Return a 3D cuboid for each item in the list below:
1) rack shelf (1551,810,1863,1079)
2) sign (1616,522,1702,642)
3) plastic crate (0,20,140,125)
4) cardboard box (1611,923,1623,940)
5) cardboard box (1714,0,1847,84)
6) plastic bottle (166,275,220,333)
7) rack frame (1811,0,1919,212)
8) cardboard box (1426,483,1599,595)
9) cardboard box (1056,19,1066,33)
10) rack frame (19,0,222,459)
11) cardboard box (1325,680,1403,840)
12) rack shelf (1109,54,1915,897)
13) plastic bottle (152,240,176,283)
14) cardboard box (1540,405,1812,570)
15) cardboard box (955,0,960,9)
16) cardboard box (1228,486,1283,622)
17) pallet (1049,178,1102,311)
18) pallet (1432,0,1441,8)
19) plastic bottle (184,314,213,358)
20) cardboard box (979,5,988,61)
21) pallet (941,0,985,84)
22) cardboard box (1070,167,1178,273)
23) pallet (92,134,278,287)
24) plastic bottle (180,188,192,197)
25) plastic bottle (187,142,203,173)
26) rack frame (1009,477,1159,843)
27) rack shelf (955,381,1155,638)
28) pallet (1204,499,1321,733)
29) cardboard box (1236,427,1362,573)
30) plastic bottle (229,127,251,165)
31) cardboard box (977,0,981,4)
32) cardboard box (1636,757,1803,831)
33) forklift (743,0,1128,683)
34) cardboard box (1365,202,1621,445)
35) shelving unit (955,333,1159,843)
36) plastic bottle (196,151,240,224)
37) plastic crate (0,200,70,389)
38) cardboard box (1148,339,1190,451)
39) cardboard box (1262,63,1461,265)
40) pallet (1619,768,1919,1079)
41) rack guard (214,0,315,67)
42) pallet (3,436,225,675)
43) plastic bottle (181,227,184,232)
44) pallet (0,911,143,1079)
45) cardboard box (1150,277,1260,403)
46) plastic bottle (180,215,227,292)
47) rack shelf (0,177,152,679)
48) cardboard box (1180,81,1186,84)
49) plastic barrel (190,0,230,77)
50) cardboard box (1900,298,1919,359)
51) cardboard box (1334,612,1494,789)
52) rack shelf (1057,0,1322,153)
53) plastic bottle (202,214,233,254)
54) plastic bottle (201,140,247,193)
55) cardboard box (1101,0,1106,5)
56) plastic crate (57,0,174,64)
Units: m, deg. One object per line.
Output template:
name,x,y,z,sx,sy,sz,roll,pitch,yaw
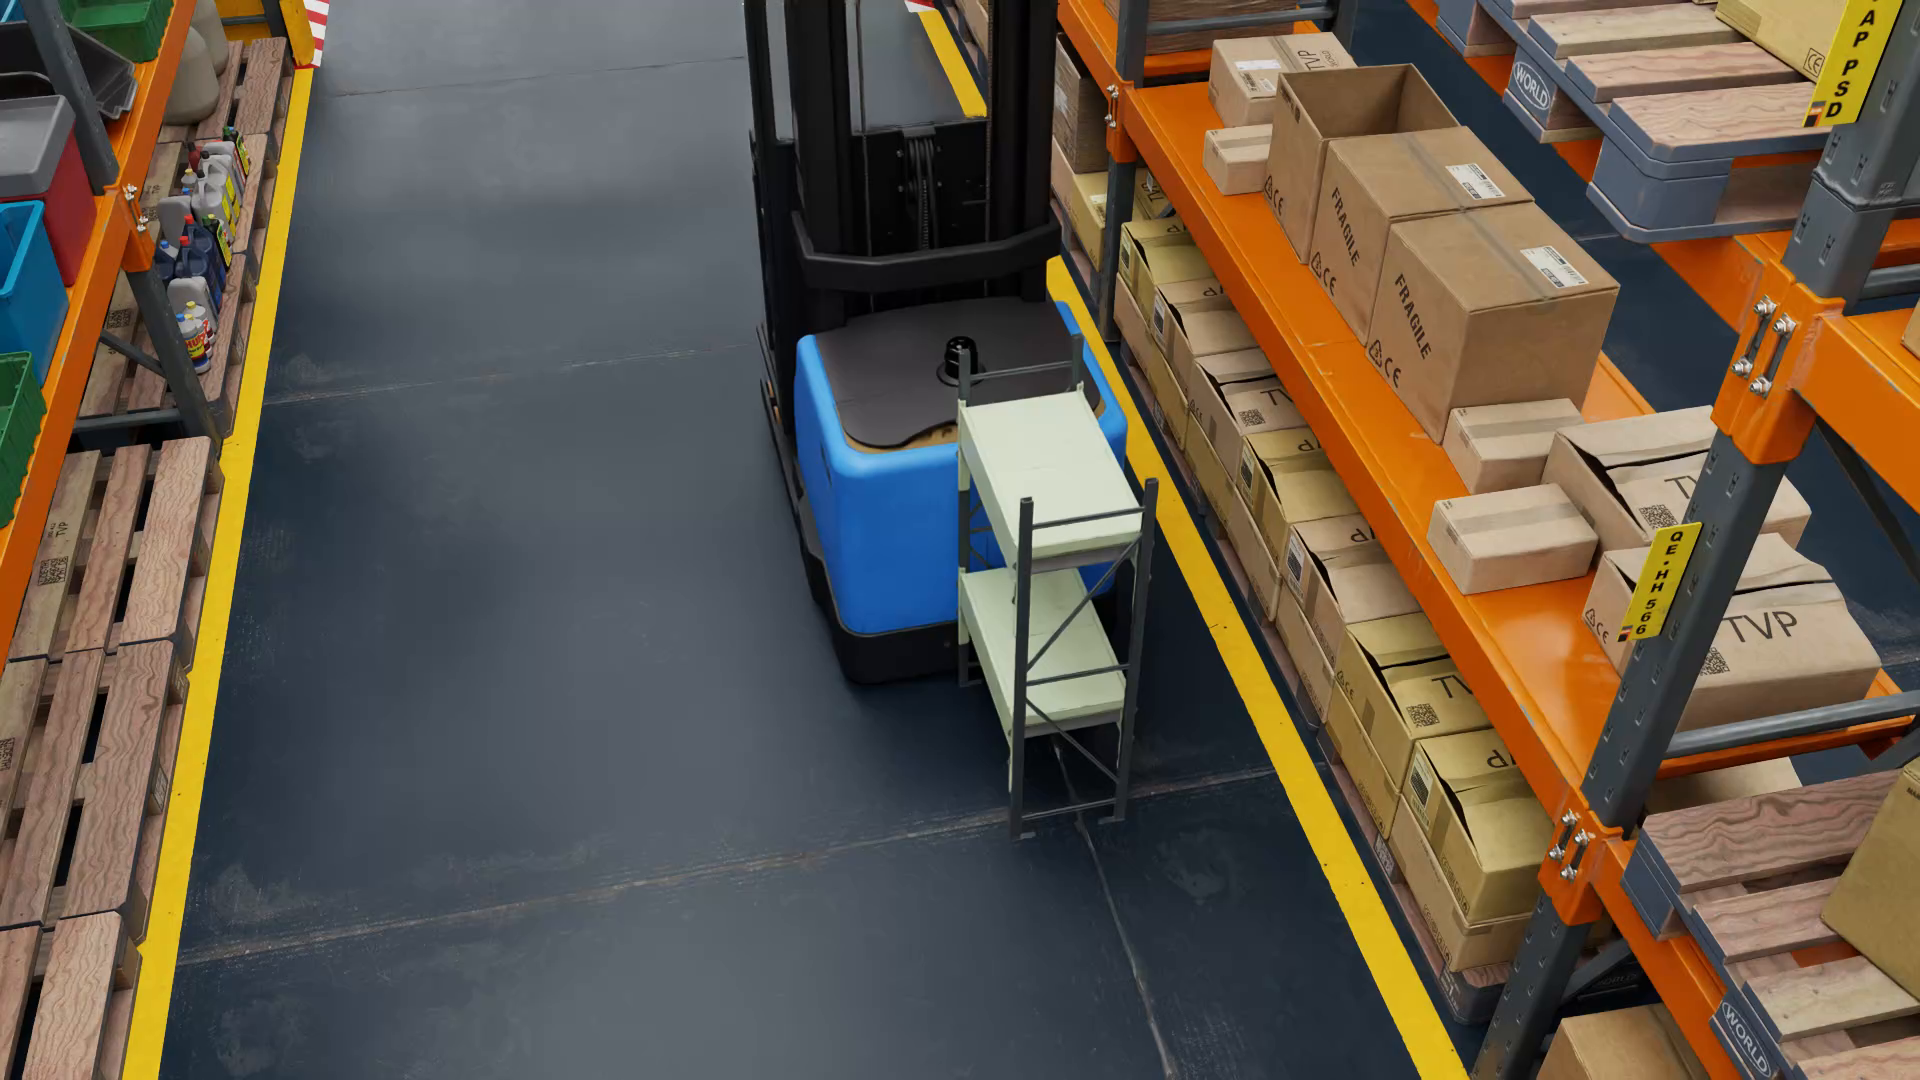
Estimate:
rack shelf,2.448,2.010,2.768,1.077,0.370,4.000,-8,42,-9
sign,1.475,0.093,3.514,0.100,0.325,0.005,-8,42,-9
plastic crate,-3.673,-1.776,6.538,0.767,0.338,0.504,-8,42,-9
cardboard box,2.190,0.934,5.193,0.500,0.250,0.500,-8,42,-9
cardboard box,1.863,-1.065,3.227,0.500,0.250,0.500,-11,43,-12
plastic bottle,-3.422,-1.062,7.407,0.152,0.276,0.135,-7,42,-8
rack frame,2.016,-1.799,1.999,1.000,3.000,0.127,-8,42,-9
cardboard box,1.552,-0.005,4.686,0.380,0.149,0.250,-8,42,-9
cardboard box,0.631,-2.476,8.470,0.500,0.500,0.500,-8,42,-9
rack frame,-3.685,-1.441,6.114,1.000,3.000,0.127,-8,42,-9
cardboard box,1.550,0.676,5.484,0.500,0.250,0.500,-9,42,-10
rack shelf,1.585,-0.583,5.689,1.077,0.370,4.000,-8,42,-9
plastic bottle,-3.594,-1.177,7.481,0.144,0.351,0.185,-8,42,-9
cardboard box,2.012,-0.130,4.704,0.500,0.311,0.500,-9,42,-10
cardboard box,0.188,-3.491,10.178,0.500,0.250,0.500,-8,42,-9
cardboard box,1.330,0.016,6.227,0.500,0.250,0.500,-8,42,-8
pallet,1.022,-1.627,8.424,1.003,0.211,1.213,-8,42,-9
pallet,1.538,-1.759,4.354,1.003,0.211,1.213,-7,42,-7
plastic bottle,-3.347,-0.895,7.275,0.097,0.201,0.097,0,42,0
cardboard box,0.407,-2.843,9.448,0.500,0.250,0.500,-8,42,-9
pallet,0.495,-3.209,10.206,1.003,0.211,1.213,-8,42,-9
cardboard box,0.839,-1.547,7.988,0.500,0.250,0.500,-8,42,-9
pallet,-4.056,-1.632,8.430,1.003,0.211,1.213,-8,42,-9
plastic bottle,-3.735,-1.615,8.086,0.097,0.201,0.097,0,42,0
plastic bottle,-3.800,-1.872,8.314,0.061,0.283,0.133,-8,42,-9
rack frame,0.363,0.420,5.147,0.400,1.500,0.023,-9,42,-10
rack shelf,0.277,-0.108,5.154,0.431,0.370,0.720,-9,42,-10
pallet,1.617,0.159,6.412,1.003,0.211,1.213,-8,42,-9
cardboard box,1.332,-0.187,6.034,0.500,0.311,0.500,-7,42,-8
plastic bottle,-3.723,-2.024,8.548,0.097,0.201,0.097,0,42,0
cardboard box,0.298,-3.447,9.564,0.500,0.500,0.500,-8,42,-9
cardboard box,2.190,0.724,5.007,0.500,0.311,0.500,-7,42,-8
forklift,-0.257,-1.565,6.305,1.130,2.935,3.031,-9,42,-10
cardboard box,1.638,-0.679,5.180,0.500,0.500,0.500,-10,43,-12
shelving unit,0.277,0.184,5.413,0.431,1.500,0.755,-9,42,-10
plastic bottle,-3.626,-1.716,8.088,0.144,0.351,0.185,-7,42,-8
plastic crate,-3.143,-0.765,5.364,0.392,0.384,0.575,-8,42,-9
cardboard box,1.107,-0.649,6.976,0.500,0.250,0.500,-7,42,-8
cardboard box,1.416,-1.344,5.930,0.500,0.500,0.500,-6,42,-6
pallet,2.231,0.945,3.570,1.213,0.211,1.003,-8,42,-9
rack guard,-4.486,-3.057,9.817,1.175,0.500,0.348,-8,42,-9
pallet,-3.477,0.105,6.473,1.003,0.211,1.213,-8,42,-9
plastic bottle,-3.563,-1.381,7.769,0.097,0.271,0.097,0,42,0
pallet,-2.950,1.687,4.691,1.003,0.211,1.213,-8,42,-9
cardboard box,1.102,-0.858,6.790,0.500,0.311,0.500,-9,42,-10
plastic bottle,-3.494,-1.320,7.642,0.144,0.351,0.185,-10,43,-11
rack shelf,-3.253,0.124,4.893,1.077,0.370,4.000,-8,42,-9
cardboard box,1.243,-2.226,8.188,0.500,0.500,0.500,-8,42,-9
plastic barrel,-4.331,-2.845,9.253,0.421,0.512,0.421,0,42,0
cardboard box,2.143,-0.437,2.648,0.910,0.500,0.500,-8,42,-9
cardboard box,1.544,0.466,5.298,0.500,0.311,0.500,-9,42,-10
rack shelf,0.721,-3.176,8.610,1.077,0.370,4.000,-8,42,-9
plastic bottle,-3.533,-1.451,7.902,0.097,0.201,0.097,0,42,0
plastic bottle,-3.696,-1.885,8.334,0.152,0.276,0.135,-8,42,-9
cardboard box,0.931,-2.814,7.585,0.700,0.500,0.500,-9,42,-10
plastic crate,-3.702,-2.282,7.221,0.450,0.188,0.662,-8,42,-9
